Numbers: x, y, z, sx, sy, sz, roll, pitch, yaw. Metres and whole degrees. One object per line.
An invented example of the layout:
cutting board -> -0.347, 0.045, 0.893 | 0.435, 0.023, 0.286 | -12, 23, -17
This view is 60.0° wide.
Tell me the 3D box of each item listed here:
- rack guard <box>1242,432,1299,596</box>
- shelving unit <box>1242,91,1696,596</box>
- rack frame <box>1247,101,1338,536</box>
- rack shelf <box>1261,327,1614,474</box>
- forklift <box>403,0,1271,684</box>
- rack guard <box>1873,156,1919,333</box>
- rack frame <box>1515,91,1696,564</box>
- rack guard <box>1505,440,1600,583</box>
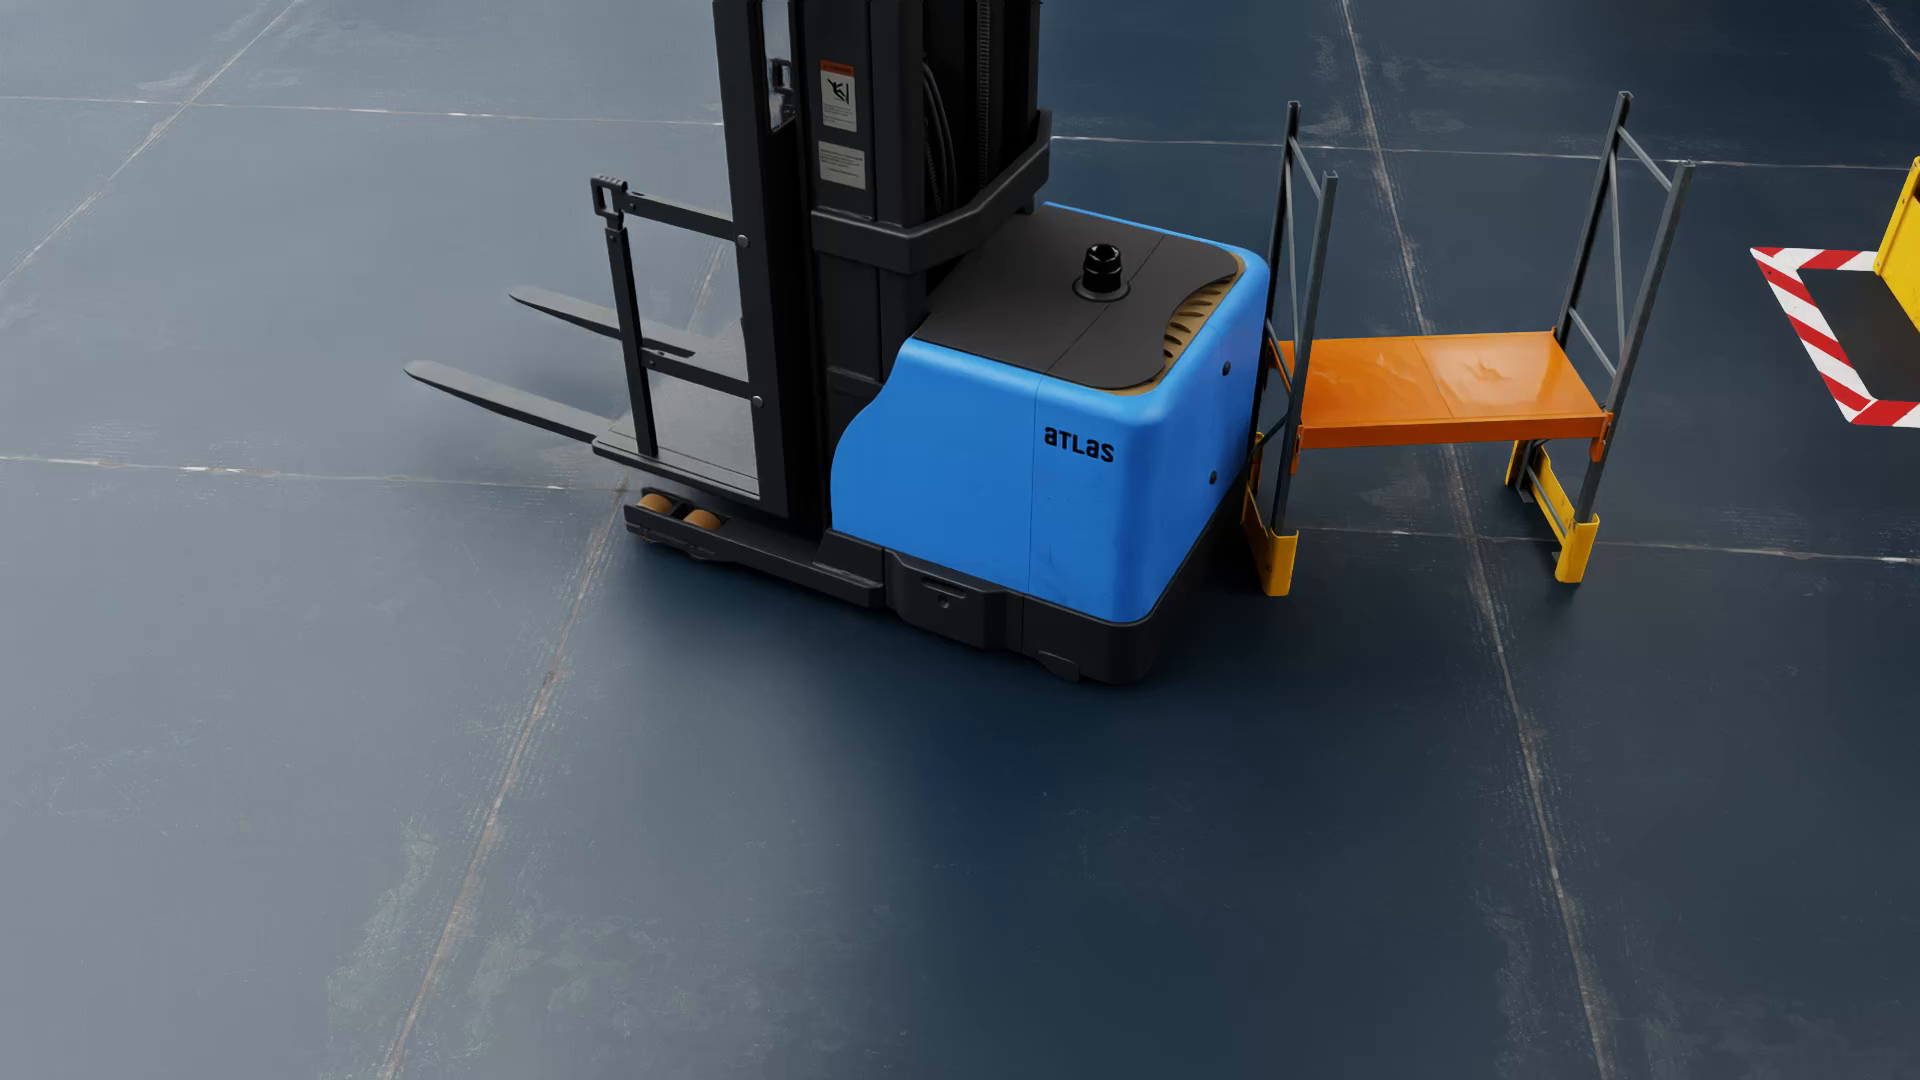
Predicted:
rack guard -> 1.036, -0.096, 5.670 | 0.087, 0.250, 0.587 | -2, 39, -3
shelving unit -> 1.533, -0.602, 5.301 | 1.083, 1.500, 0.587 | -2, 39, -3
rack frame -> 1.017, -0.580, 5.274 | 0.032, 1.500, 0.500 | -2, 39, -3
rack shelf -> 1.524, -0.462, 5.414 | 1.000, 0.185, 0.538 | -2, 39, -3
forklift -> -0.574, -1.348, 5.084 | 3.031, 2.935, 1.130 | 18, 42, 21
rack guard -> 4.076, -1.031, 6.621 | 0.348, 0.500, 1.175 | 3, 39, 4
rack frame -> 2.031, -0.623, 5.327 | 0.032, 1.500, 0.500 | -2, 39, -3
rack guard -> 2.030, -0.138, 5.722 | 0.087, 0.250, 0.587 | -2, 39, -3
